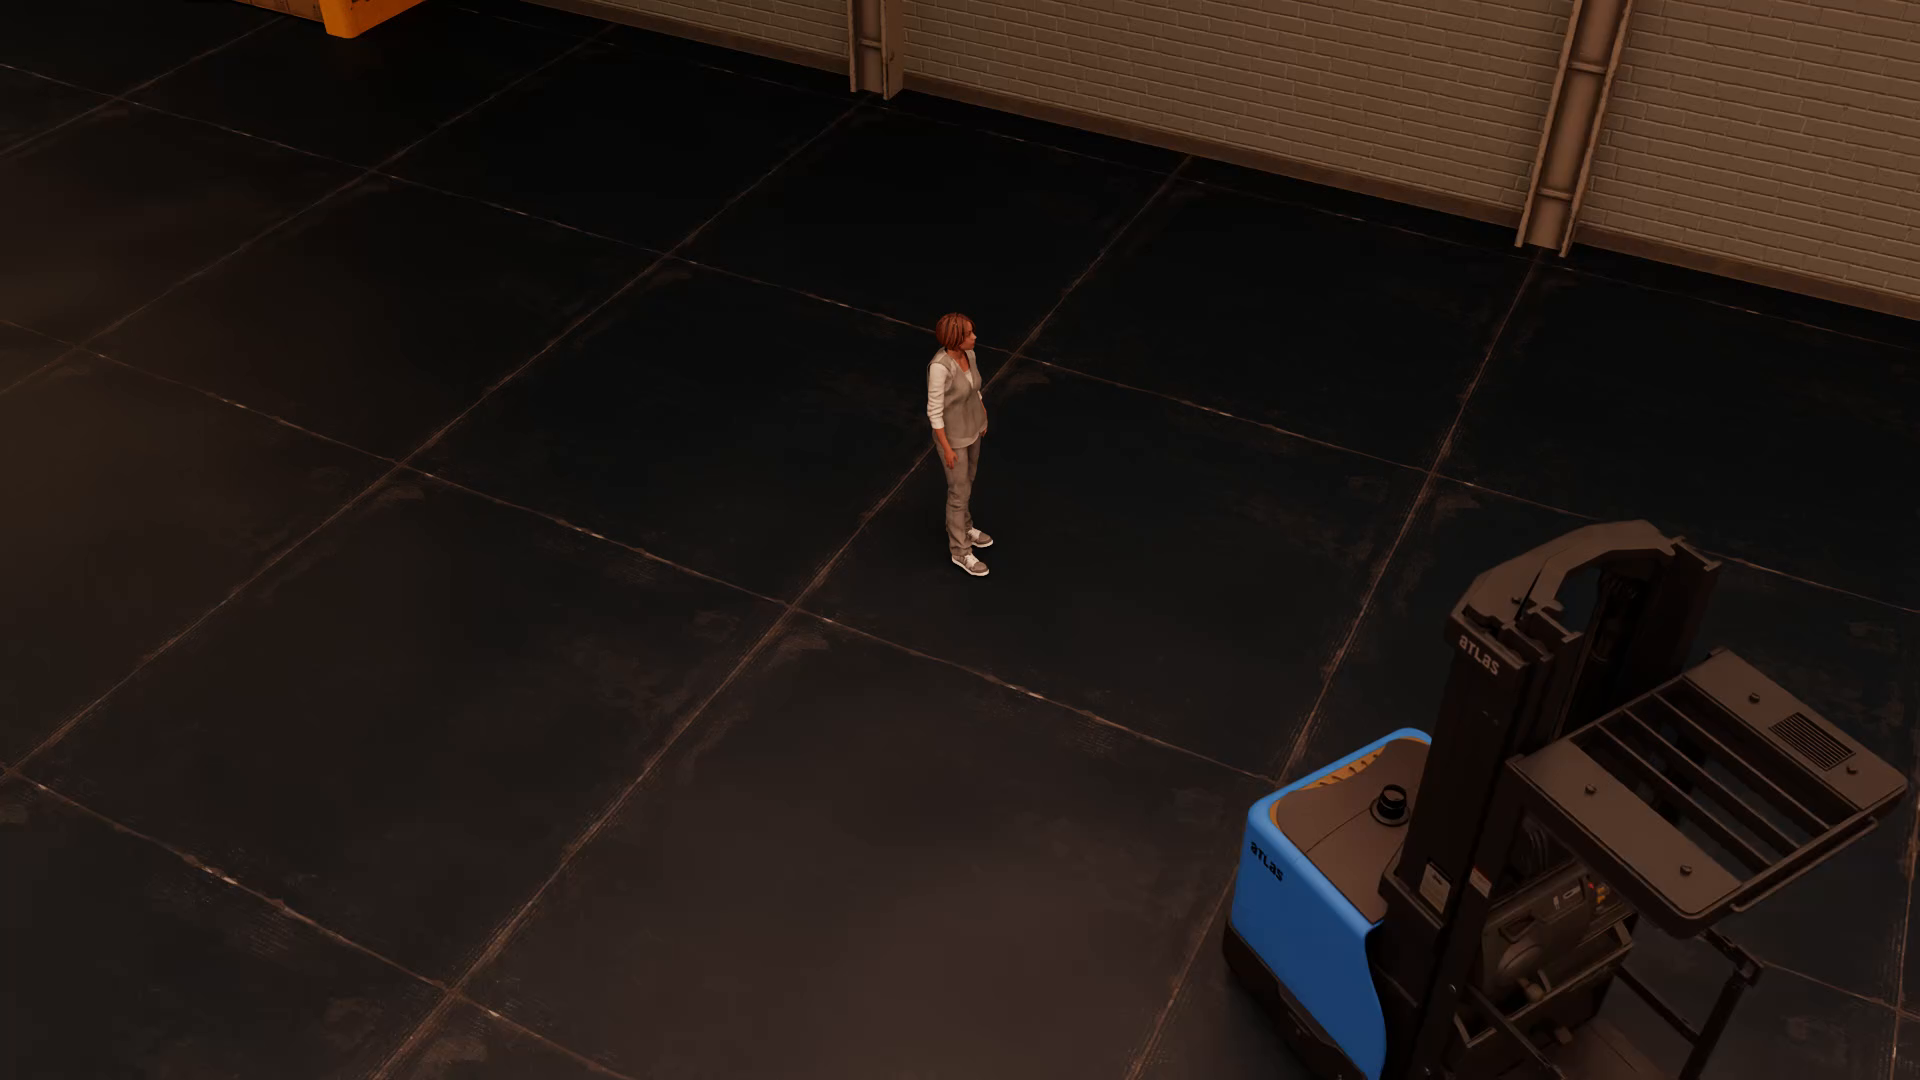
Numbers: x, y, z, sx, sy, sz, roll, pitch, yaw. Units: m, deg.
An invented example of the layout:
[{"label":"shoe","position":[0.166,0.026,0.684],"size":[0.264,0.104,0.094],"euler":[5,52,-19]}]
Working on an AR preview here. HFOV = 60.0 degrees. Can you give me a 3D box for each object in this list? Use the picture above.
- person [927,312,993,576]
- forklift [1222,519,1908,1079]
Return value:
[{"label":"person","position":[0.060,-0.586,9.707],"size":[0.473,1.599,0.520],"euler":[18,43,21]},{"label":"forklift","position":[2.430,1.508,6.196],"size":[1.130,2.935,3.031],"euler":[-21,45,-23]}]
